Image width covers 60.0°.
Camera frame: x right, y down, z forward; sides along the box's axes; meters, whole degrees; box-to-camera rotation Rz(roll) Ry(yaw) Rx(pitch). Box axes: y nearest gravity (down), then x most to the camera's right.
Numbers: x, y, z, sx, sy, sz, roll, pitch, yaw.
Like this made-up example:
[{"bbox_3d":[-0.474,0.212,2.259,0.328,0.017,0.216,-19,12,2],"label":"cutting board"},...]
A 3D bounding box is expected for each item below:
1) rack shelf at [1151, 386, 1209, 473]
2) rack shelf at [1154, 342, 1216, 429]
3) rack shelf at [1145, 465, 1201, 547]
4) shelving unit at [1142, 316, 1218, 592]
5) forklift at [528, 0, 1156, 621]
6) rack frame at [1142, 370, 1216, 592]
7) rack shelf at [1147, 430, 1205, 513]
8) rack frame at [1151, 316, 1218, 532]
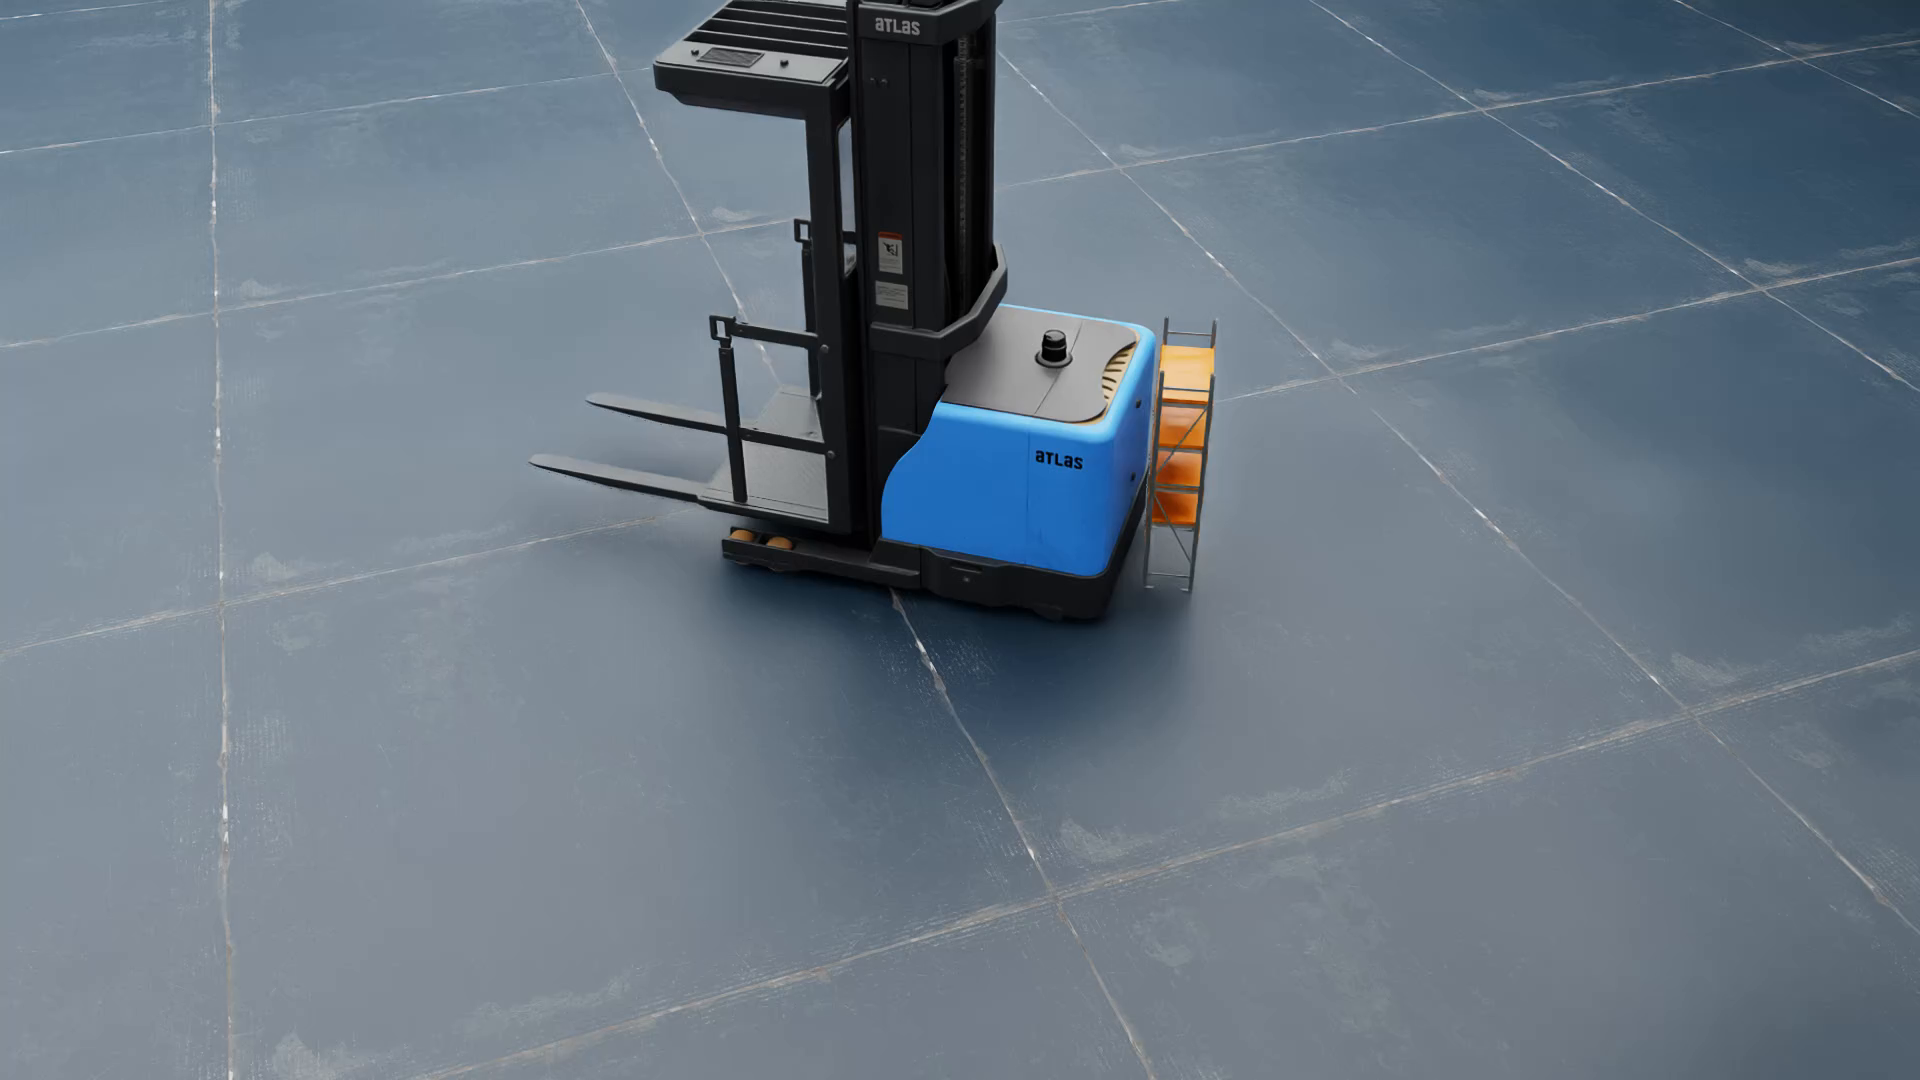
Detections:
[{"bbox_3d":[1.023,-0.515,7.676,0.258,0.148,0.480,5,37,6],"label":"rack shelf"},{"bbox_3d":[1.023,-0.704,7.534,0.258,0.148,0.480,5,37,6],"label":"rack shelf"},{"bbox_3d":[1.023,-0.177,7.930,0.258,0.148,0.480,5,37,6],"label":"rack shelf"},{"bbox_3d":[1.023,-0.390,7.770,0.258,1.200,0.503,5,37,6],"label":"shelving unit"},{"bbox_3d":[-0.642,-1.308,7.551,3.031,2.935,1.130,11,38,14],"label":"forklift"},{"bbox_3d":[0.989,-0.244,7.577,0.240,1.200,0.015,5,37,6],"label":"rack frame"},{"bbox_3d":[1.023,-0.336,7.810,0.258,0.148,0.480,5,37,6],"label":"rack shelf"},{"bbox_3d":[1.057,-0.535,7.963,0.240,1.200,0.015,5,37,6],"label":"rack frame"}]
